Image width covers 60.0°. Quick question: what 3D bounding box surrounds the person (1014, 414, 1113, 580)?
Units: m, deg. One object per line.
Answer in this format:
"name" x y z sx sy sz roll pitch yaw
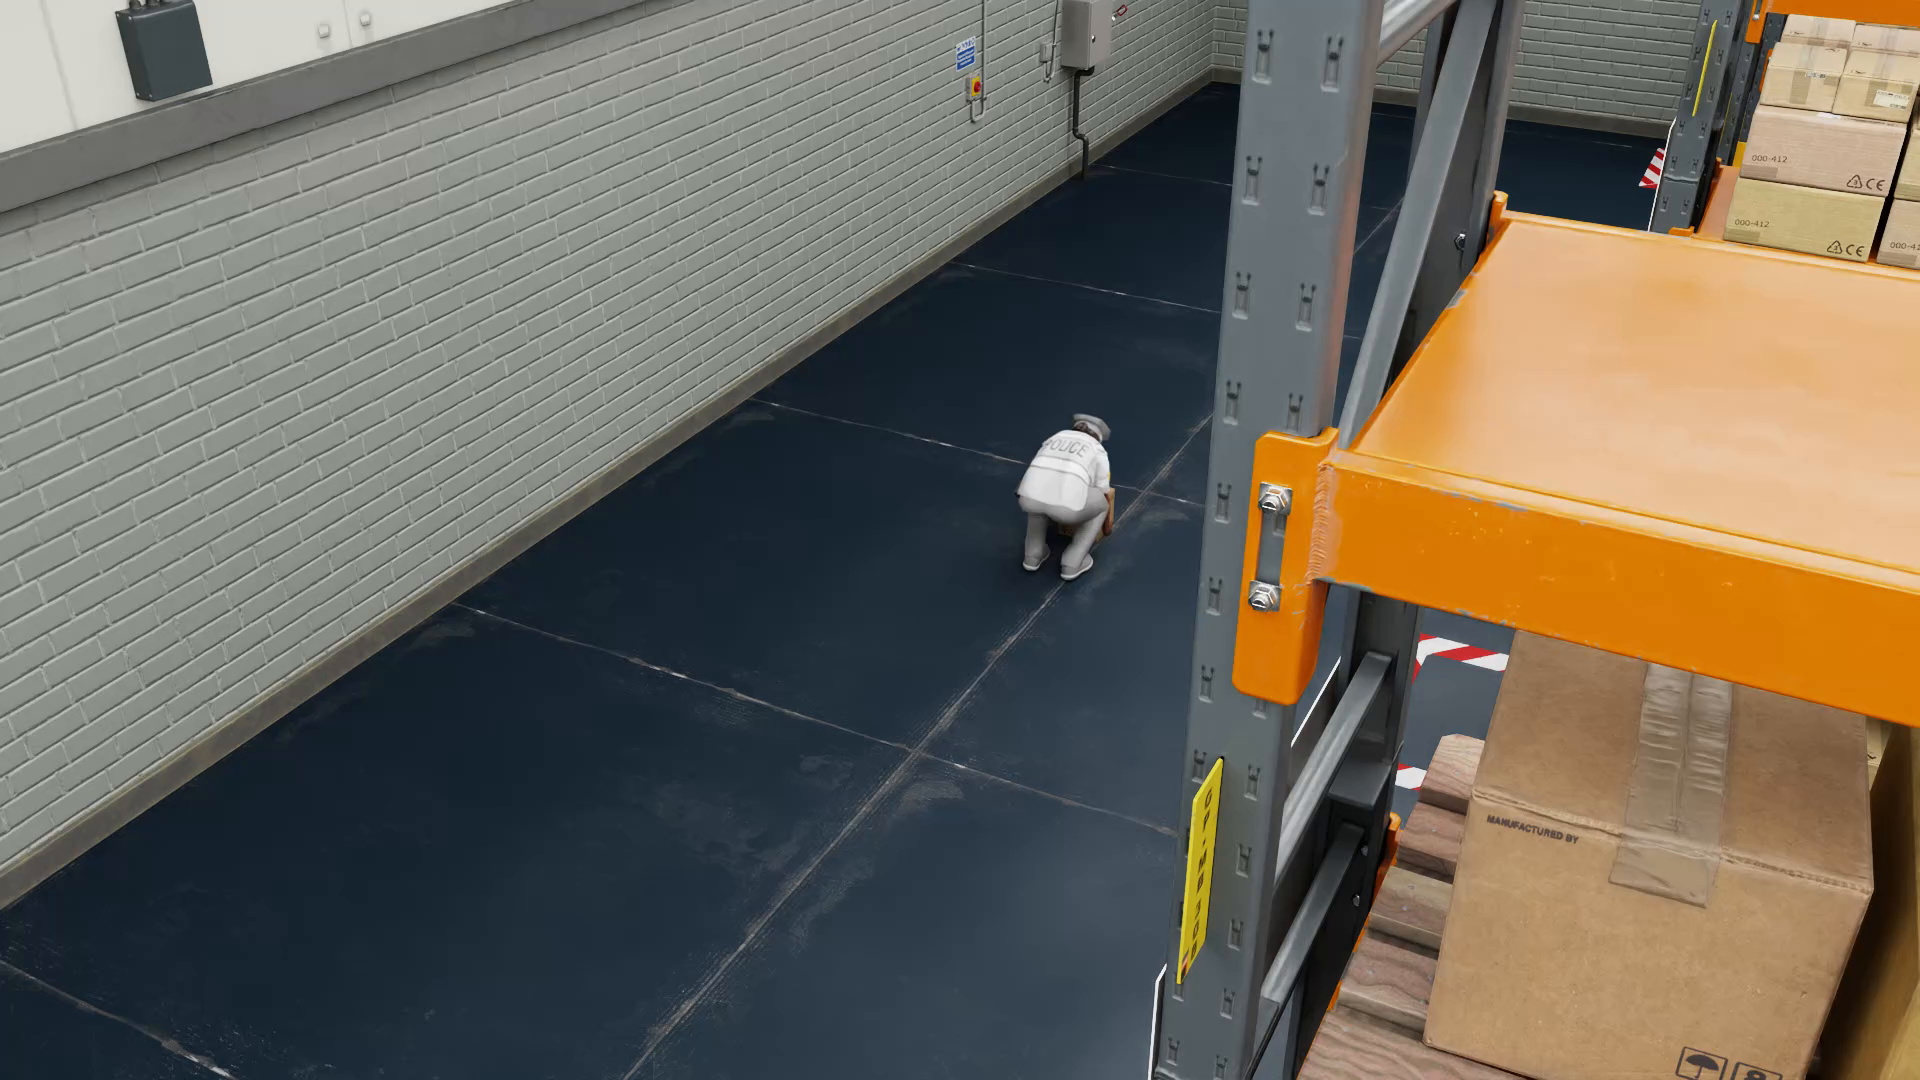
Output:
"person" 0.634 -0.248 9.622 0.460 0.776 0.927 14 33 22
